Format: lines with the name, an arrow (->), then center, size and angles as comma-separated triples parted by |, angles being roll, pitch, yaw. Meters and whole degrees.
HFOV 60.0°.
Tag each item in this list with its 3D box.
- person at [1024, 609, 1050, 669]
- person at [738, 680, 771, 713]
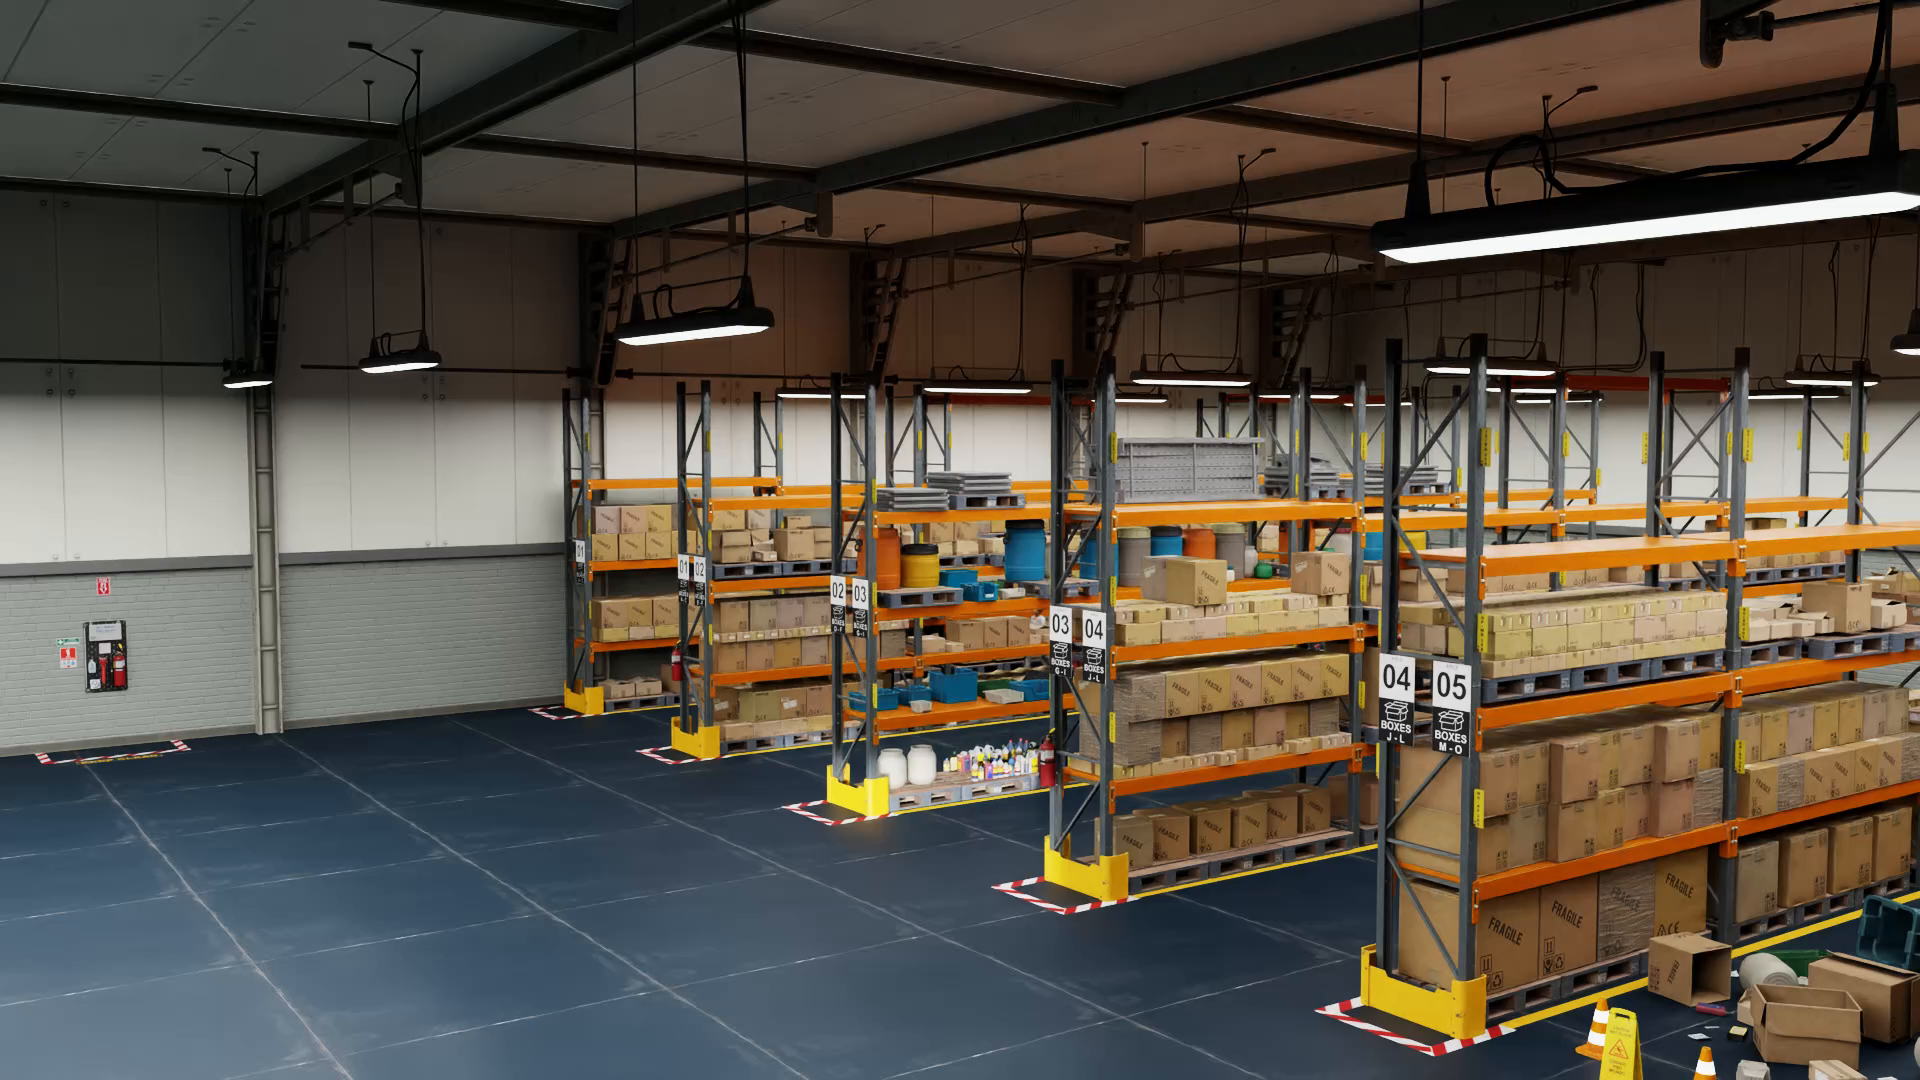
person -> 1.615, 2.125, 35.003 | 0.972, 1.537, 0.439 | -3, 5, -41
person -> -3.642, 2.323, 30.330 | 0.577, 1.722, 1.065 | 2, 4, 25
